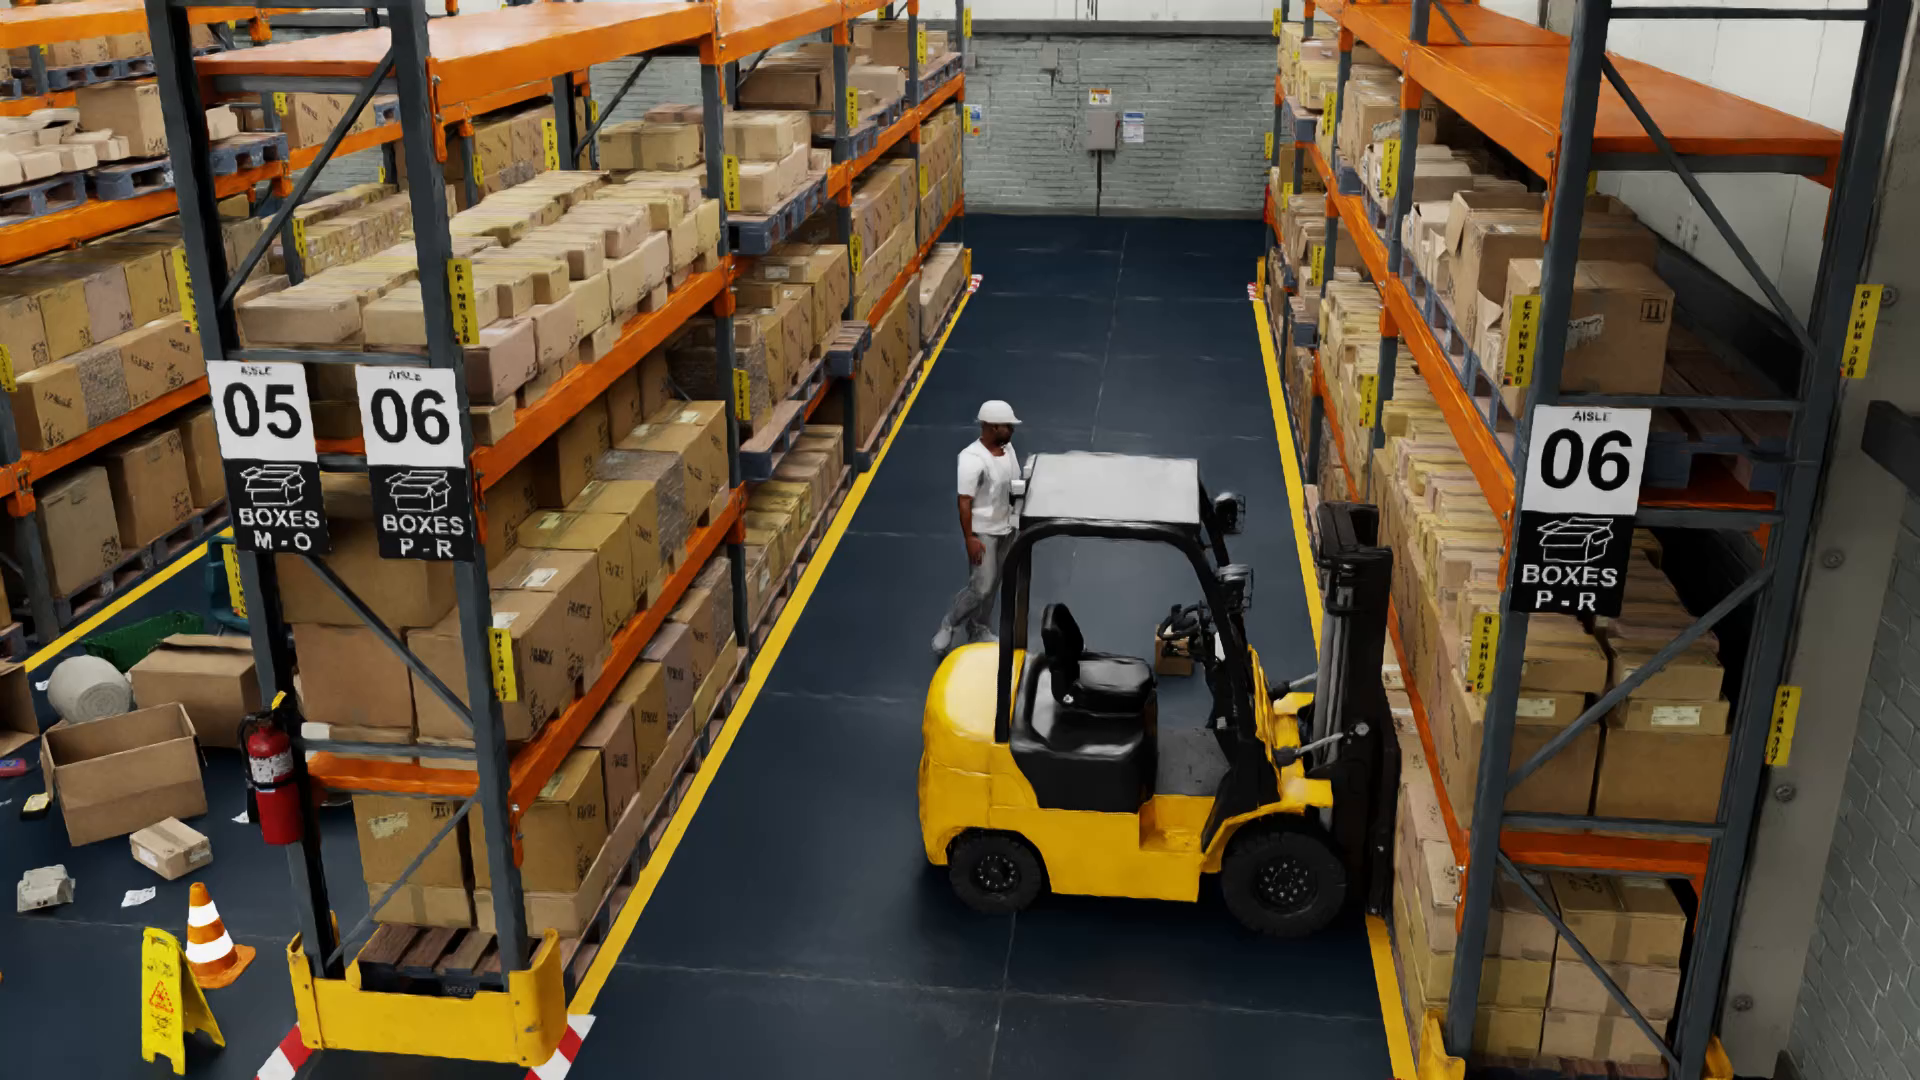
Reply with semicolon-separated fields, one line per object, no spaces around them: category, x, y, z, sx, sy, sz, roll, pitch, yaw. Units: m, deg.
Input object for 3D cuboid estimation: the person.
person;0.127;-0.083;11.212;0.451;1.762;0.730;15;26;35
